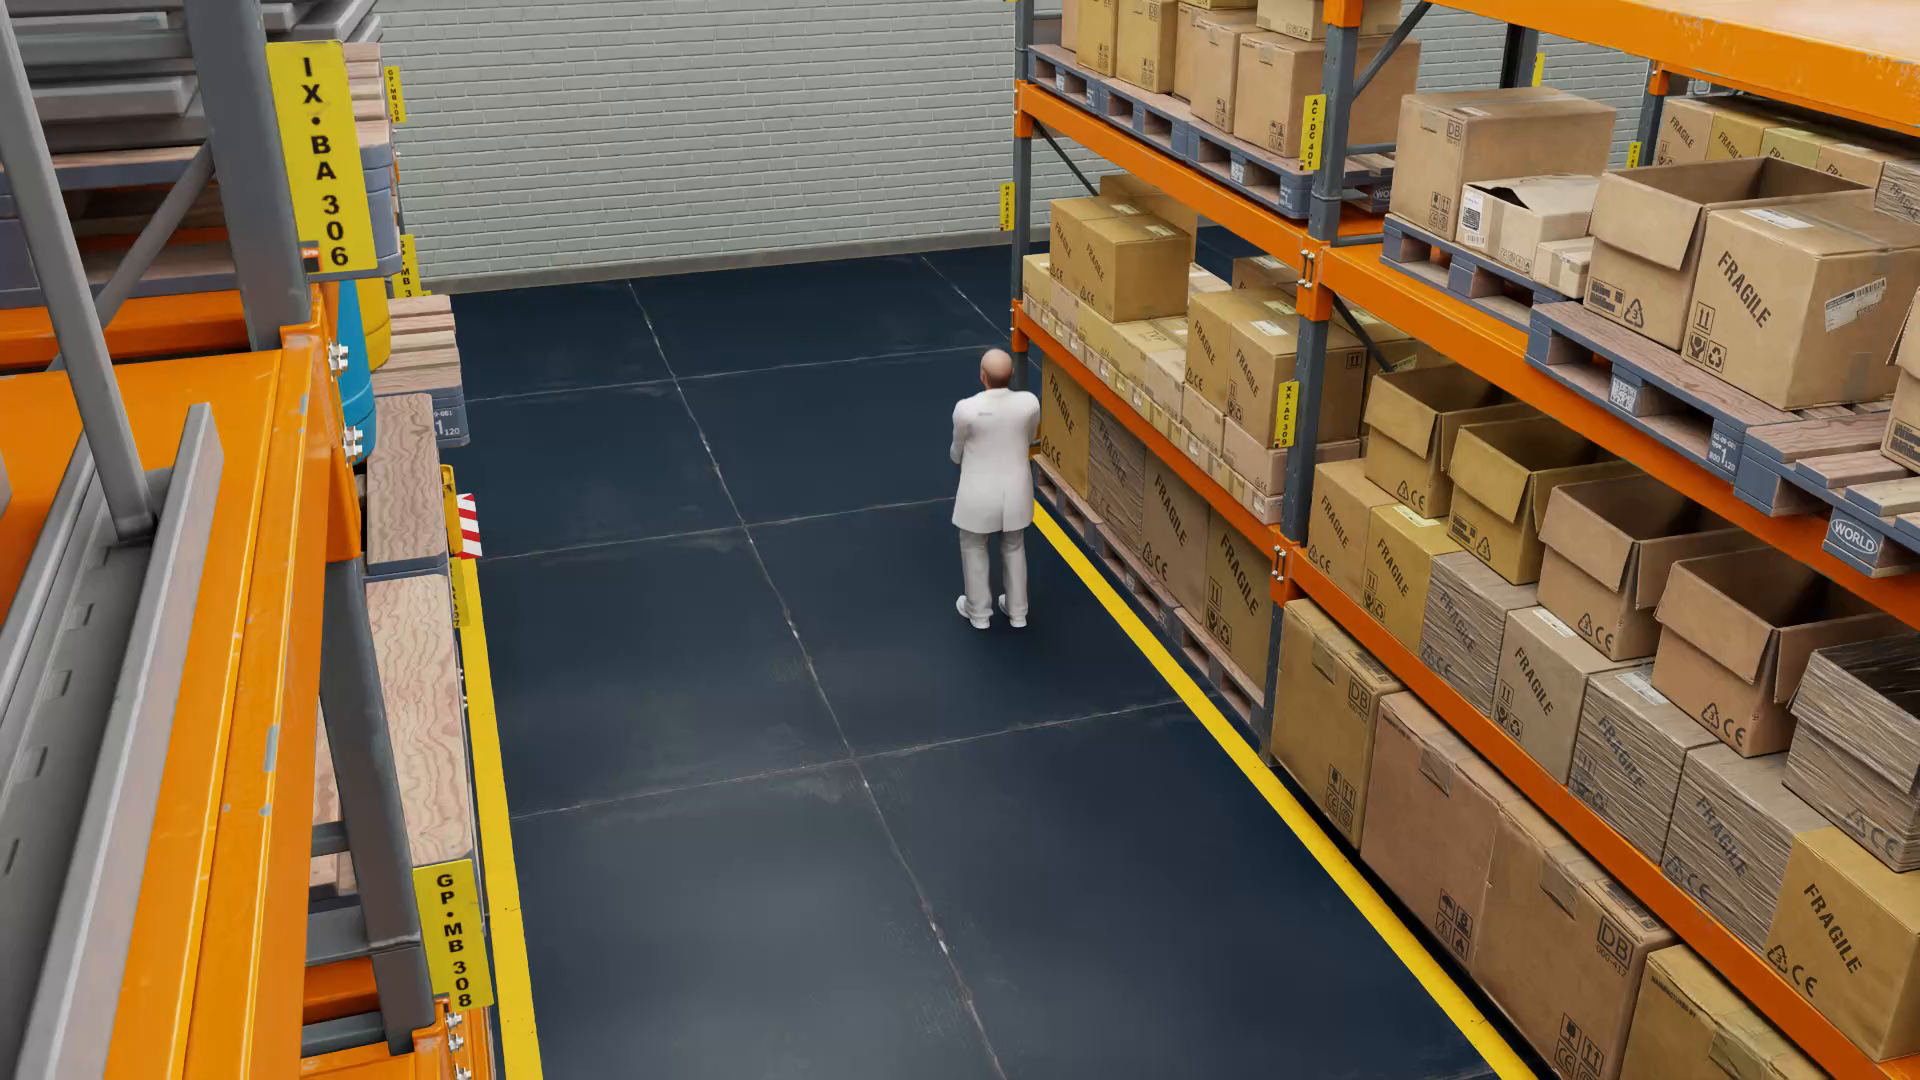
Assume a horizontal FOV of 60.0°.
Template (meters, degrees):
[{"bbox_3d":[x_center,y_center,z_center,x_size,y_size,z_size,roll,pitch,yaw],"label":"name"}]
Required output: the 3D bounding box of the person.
[{"bbox_3d":[0.172,-0.340,9.834,0.529,1.771,0.555,-8,27,-15],"label":"person"}]
